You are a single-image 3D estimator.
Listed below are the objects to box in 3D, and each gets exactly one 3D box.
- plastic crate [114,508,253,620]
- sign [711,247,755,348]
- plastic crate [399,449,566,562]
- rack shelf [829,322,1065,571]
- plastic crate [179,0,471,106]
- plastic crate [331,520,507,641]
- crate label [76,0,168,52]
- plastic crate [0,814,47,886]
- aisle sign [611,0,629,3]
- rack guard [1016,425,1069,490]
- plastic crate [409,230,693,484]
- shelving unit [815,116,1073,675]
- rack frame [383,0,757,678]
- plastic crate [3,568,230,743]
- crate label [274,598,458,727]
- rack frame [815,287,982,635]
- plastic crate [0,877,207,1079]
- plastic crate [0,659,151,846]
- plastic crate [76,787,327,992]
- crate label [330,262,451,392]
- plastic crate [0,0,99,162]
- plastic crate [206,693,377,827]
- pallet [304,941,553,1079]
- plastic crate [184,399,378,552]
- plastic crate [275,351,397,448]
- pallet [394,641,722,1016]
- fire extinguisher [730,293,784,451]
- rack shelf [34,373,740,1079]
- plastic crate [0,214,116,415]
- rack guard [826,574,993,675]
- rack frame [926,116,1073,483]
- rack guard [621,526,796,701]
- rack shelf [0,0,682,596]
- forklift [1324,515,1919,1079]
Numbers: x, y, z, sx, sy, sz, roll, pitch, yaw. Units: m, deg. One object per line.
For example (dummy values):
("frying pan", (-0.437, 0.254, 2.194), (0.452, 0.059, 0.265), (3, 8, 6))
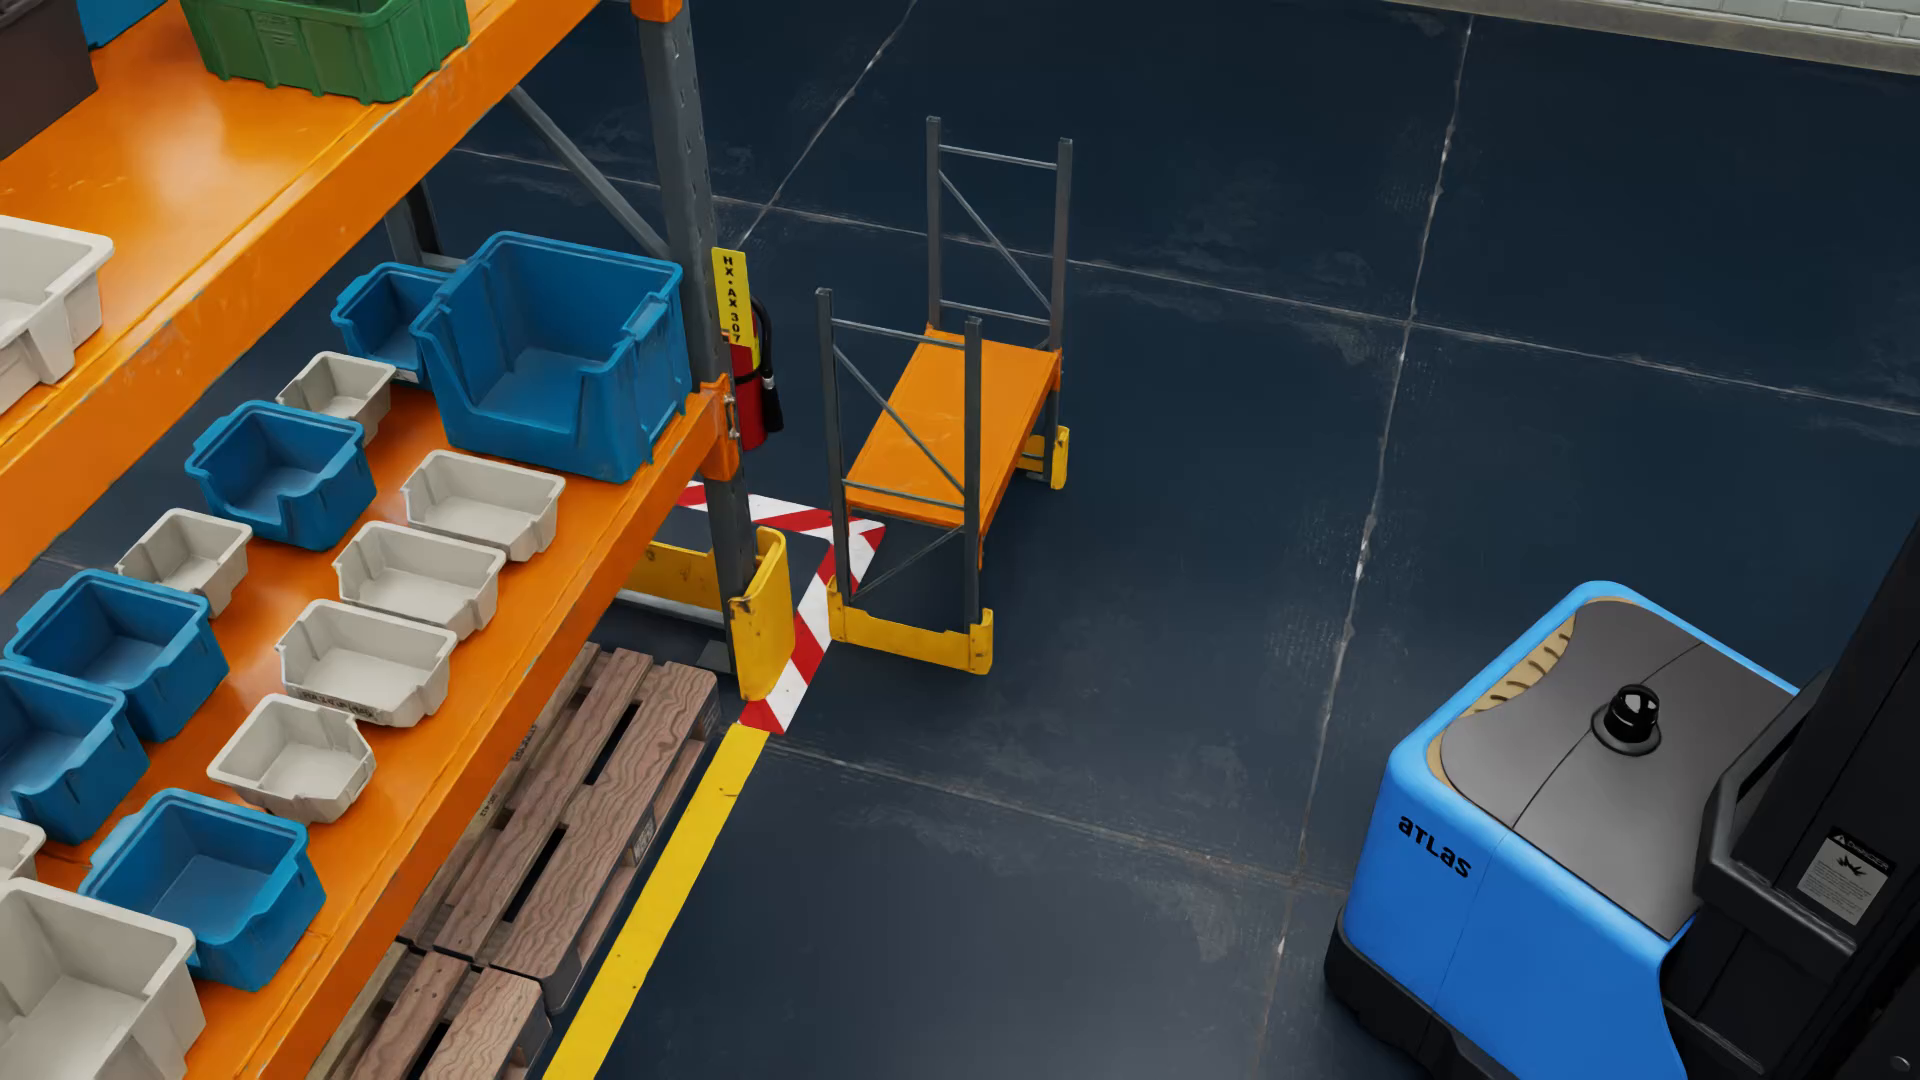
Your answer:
("plastic crate", (-1.937, 0.088, 4.161), (0.250, 0.136, 0.298), (13, 46, 13))
("sign", (-0.638, -0.681, 4.684), (0.100, 0.325, 0.005), (13, 46, 13))
("plastic crate", (-1.242, -0.073, 4.326), (0.396, 0.136, 0.243), (13, 46, 13))
("rack shelf", (-0.026, -0.351, 5.793), (0.538, 0.185, 1.000), (13, 46, 12))
("plastic crate", (-1.194, -1.006, 3.141), (0.450, 0.188, 0.336), (13, 46, 13))
("plastic crate", (-1.343, 0.117, 4.132), (0.396, 0.136, 0.243), (13, 46, 13))
("crate label", (-1.755, -1.200, 3.294), (0.408, 0.251, 0.502), (13, 46, 13))
("plastic crate", (-2.138, 0.787, 3.447), (0.293, 0.136, 0.466), (13, 46, 13))
("aisle sign", (-0.866, -1.643, 3.926), (0.394, 0.787, 0.004), (13, 46, 13))
("rack guard", (0.128, -0.371, 6.450), (0.587, 0.250, 0.087), (13, 46, 12))
("plastic crate", (-1.091, -0.499, 4.547), (0.616, 0.435, 0.499), (13, 46, 13))
("shelving unit", (-0.023, -0.485, 5.673), (0.587, 1.500, 1.083), (13, 46, 12))
("rack frame", (-1.167, -0.728, 4.849), (1.000, 3.000, 0.127), (13, 46, 13))
("plastic crate", (-1.954, 0.283, 3.893), (0.416, 0.233, 0.300), (13, 46, 13))
("crate label", (-1.404, 0.308, 3.937), (0.396, 0.136, 0.243), (13, 46, 13))
("rack frame", (-0.180, -0.140, 5.321), (0.500, 1.500, 0.032), (13, 46, 12))
("plastic crate", (-1.741, 0.980, 3.145), (0.437, 0.282, 0.530), (13, 46, 13))
("plastic crate", (-2.045, 0.483, 3.689), (0.416, 0.233, 0.300), (13, 46, 13))
("plastic crate", (-1.545, 0.734, 3.432), (0.416, 0.233, 0.300), (13, 46, 13))
("crate label", (-1.556, -0.595, 4.790), (0.416, 0.233, 0.303), (13, 46, 13))
("plastic crate", (-1.892, -0.818, 2.841), (0.504, 0.338, 0.767), (13, 46, 13))
("plastic crate", (-1.476, 0.509, 3.731), (0.298, 0.136, 0.250), (13, 46, 13))
("pallet", (-1.825, 1.621, 4.443), (1.003, 0.211, 1.213), (13, 46, 13))
("plastic crate", (-1.755, -0.156, 4.342), (0.416, 0.233, 0.300), (13, 46, 13))
("plastic crate", (-1.732, -0.364, 4.623), (0.250, 0.136, 0.298), (13, 46, 13))
("pallet", (-1.454, 0.810, 5.271), (1.003, 0.211, 1.213), (13, 46, 13))
("fire extinguisher", (-0.688, -0.571, 5.011), (0.296, 0.674, 0.183), (13, 46, 13))
("rack shelf", (-1.773, 0.862, 3.739), (1.077, 0.370, 4.000), (13, 46, 13))
("plastic crate", (-1.556, -0.276, 2.431), (0.437, 0.136, 0.530), (13, 46, 13))
("rack guard", (-0.174, 0.293, 5.771), (0.587, 0.250, 0.087), (13, 46, 12))
("rack frame", (0.128, -0.818, 6.014), (0.500, 1.500, 0.032), (13, 46, 12))
("rack guard", (-1.172, 0.147, 5.743), (1.175, 0.500, 0.348), (13, 46, 13))
("rack shelf", (-1.773, -0.210, 2.689), (1.077, 0.370, 4.000), (13, 46, 13))
("forklift", (2.432, 0.792, 3.345), (1.130, 2.935, 3.031), (-33, 53, -29))
